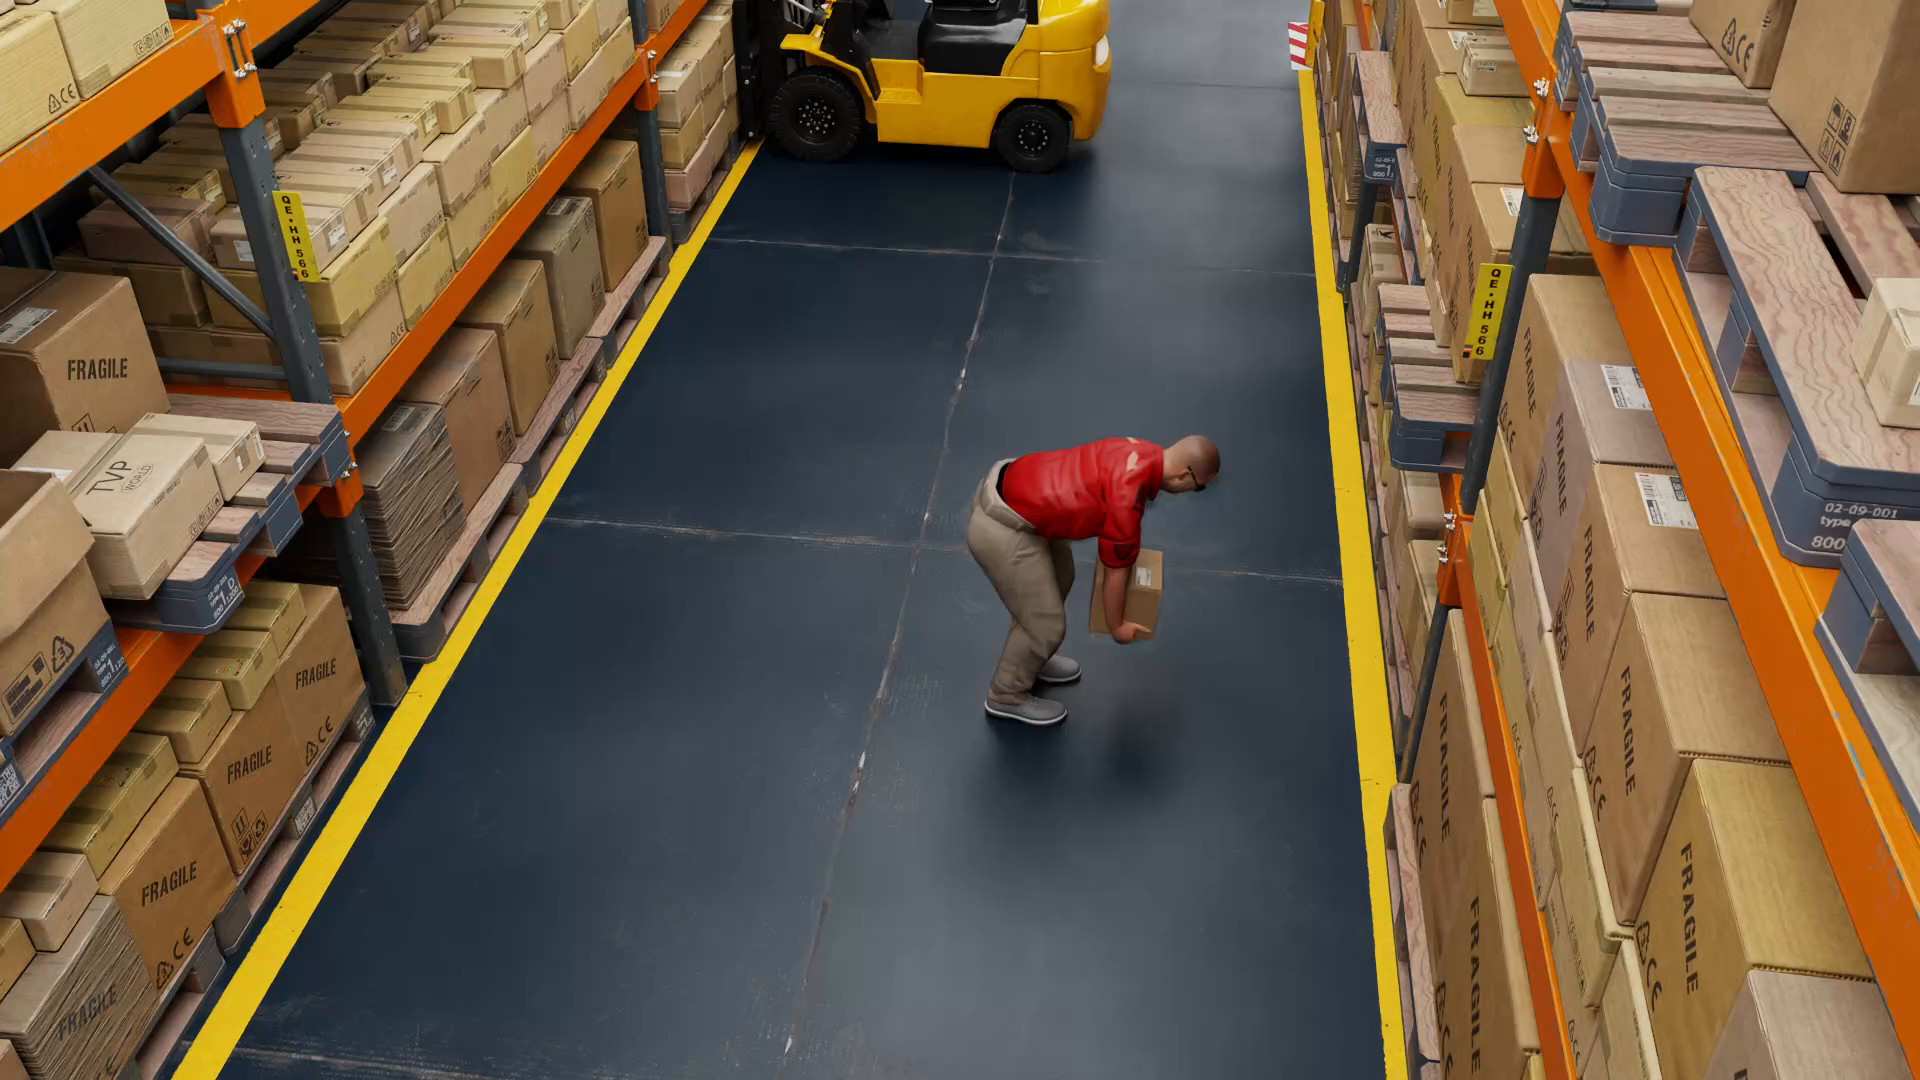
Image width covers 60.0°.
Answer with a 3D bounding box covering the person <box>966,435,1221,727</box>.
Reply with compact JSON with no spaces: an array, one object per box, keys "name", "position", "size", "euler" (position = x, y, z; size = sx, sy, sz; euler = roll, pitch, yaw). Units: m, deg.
[{"name":"person","position":[0.491,0.126,6.400],"size":[0.925,1.250,0.482],"euler":[3,36,5]}]
